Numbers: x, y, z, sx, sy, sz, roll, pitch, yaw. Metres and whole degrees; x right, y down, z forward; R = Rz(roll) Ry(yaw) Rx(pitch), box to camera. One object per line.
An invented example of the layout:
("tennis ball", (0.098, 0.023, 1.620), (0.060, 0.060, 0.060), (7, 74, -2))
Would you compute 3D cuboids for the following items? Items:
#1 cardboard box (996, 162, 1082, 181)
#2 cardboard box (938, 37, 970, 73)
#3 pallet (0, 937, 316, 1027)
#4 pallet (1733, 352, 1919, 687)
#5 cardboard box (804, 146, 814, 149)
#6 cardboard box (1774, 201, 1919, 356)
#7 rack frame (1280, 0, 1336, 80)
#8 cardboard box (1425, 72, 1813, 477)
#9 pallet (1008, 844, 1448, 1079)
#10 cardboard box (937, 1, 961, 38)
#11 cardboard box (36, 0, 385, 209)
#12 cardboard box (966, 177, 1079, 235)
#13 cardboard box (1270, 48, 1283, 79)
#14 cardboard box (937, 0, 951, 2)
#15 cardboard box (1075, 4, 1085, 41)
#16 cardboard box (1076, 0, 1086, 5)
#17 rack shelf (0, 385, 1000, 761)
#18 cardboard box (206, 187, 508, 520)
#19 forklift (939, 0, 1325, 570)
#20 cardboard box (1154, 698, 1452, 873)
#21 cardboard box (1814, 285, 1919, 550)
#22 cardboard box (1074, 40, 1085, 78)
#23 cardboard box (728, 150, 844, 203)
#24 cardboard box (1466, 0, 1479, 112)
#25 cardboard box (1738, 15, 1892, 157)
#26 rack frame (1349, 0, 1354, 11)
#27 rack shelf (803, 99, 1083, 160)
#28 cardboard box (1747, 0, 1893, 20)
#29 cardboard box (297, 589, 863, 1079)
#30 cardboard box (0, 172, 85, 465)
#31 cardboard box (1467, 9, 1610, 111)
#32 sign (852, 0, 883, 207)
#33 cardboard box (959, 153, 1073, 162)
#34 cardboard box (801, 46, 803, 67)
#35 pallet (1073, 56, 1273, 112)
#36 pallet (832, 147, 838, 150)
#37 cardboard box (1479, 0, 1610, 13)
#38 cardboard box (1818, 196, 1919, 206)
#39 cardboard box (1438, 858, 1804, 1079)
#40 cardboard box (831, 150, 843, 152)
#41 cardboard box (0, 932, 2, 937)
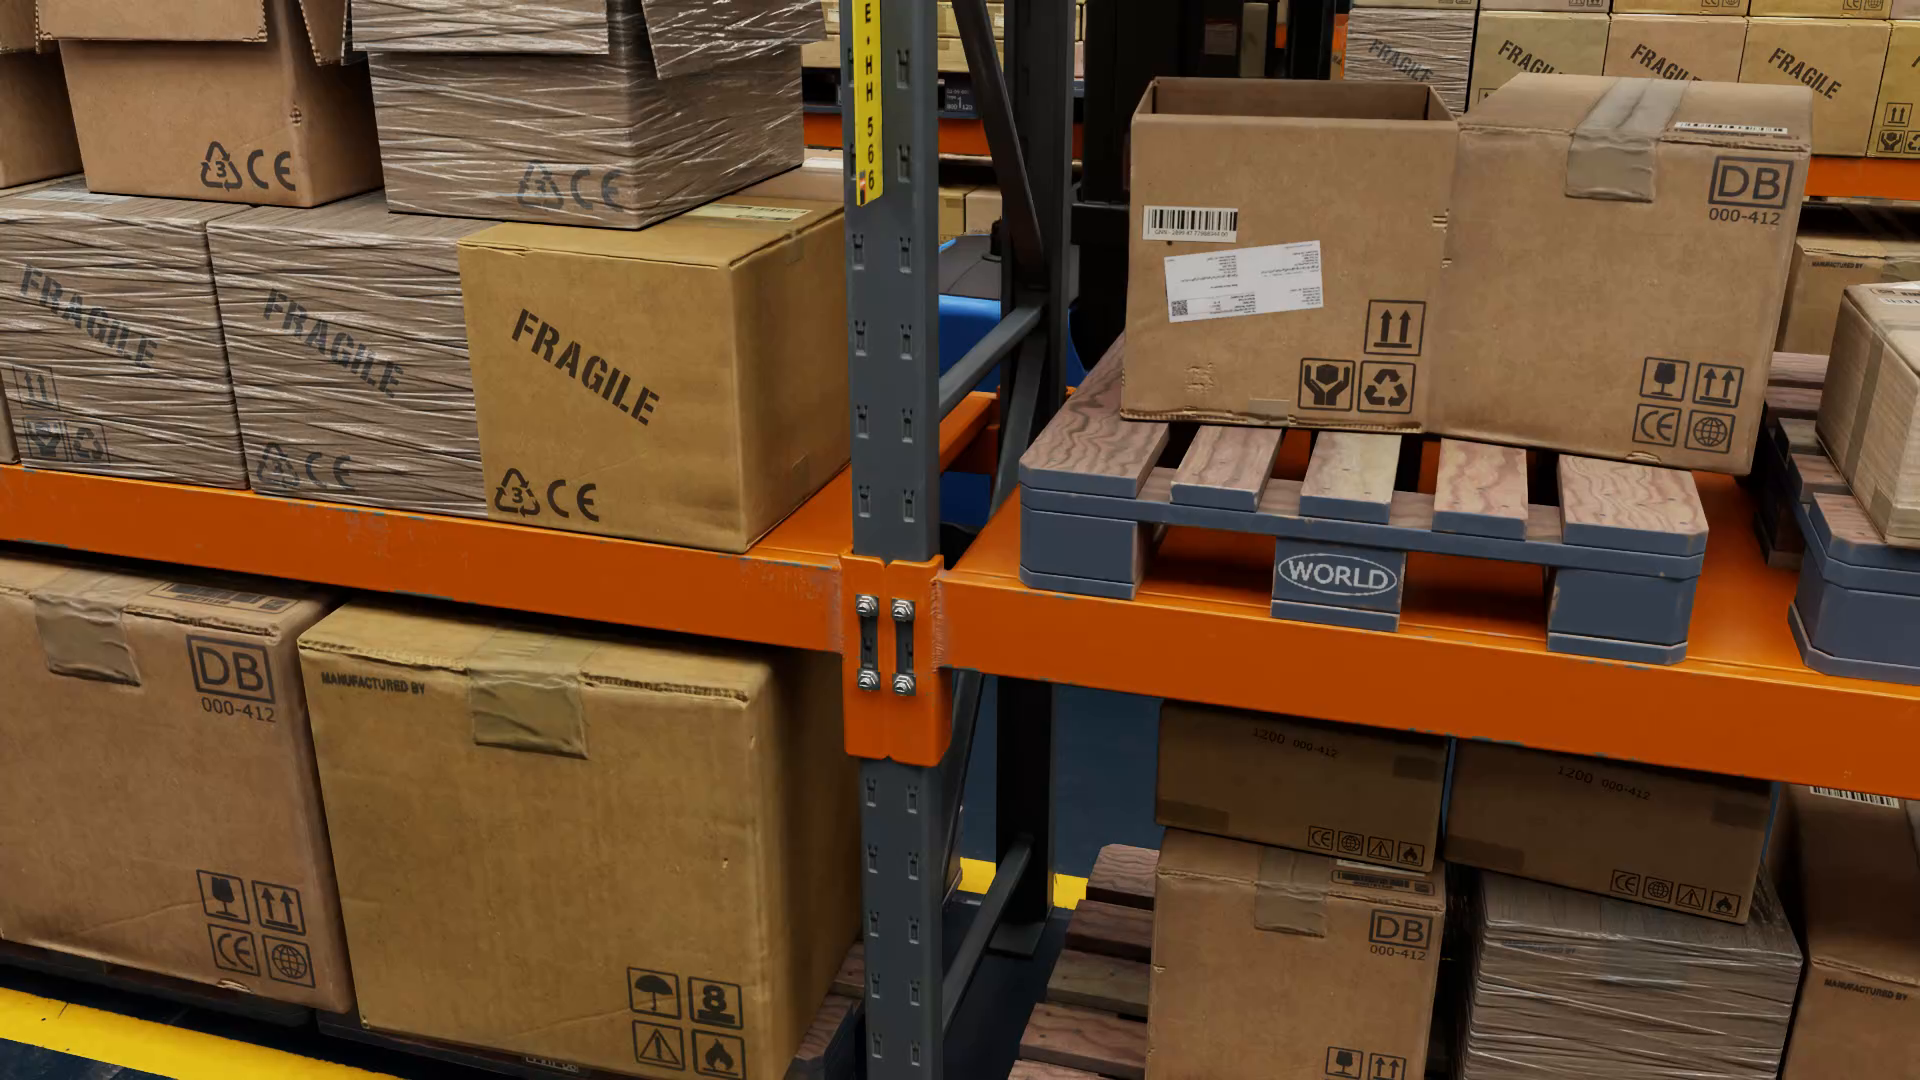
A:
("cardboard box", (0.480, -1.708, 8.233), (0.500, 0.250, 0.500), (6, 23, 15))
("cardboard box", (-0.029, -2.183, 7.416), (0.250, 0.149, 0.380), (6, 23, 13))
("pallet", (-1.871, 0.729, 4.215), (1.213, 0.211, 1.003), (7, 23, 16))
("pallet", (1.933, -0.022, 2.624), (1.213, 0.211, 1.003), (7, 23, 16))
("cardboard box", (-1.511, -3.469, 13.597), (0.875, 0.438, 0.875), (6, 23, 15))
("cardboard box", (3.842, -0.961, 7.072), (0.750, 0.750, 1.050), (7, 23, 15))
("rack frame", (1.556, -2.104, 7.447), (0.127, 3.000, 1.000), (7, 23, 16))
("cardboard box", (1.118, -0.484, 2.812), (0.500, 0.500, 0.700), (10, 24, 23))
("pallet", (0.774, 1.063, 3.399), (1.213, 0.211, 1.003), (7, 23, 16))
("cardboard box", (-0.035, -2.321, 7.361), (0.250, 0.149, 0.380), (6, 23, 15))
("cardboard box", (-1.292, -0.982, 3.257), (0.637, 0.503, 0.797), (7, 23, 17))
("cardboard box", (0.339, -1.520, 7.775), (0.500, 0.250, 0.500), (7, 23, 16))
("cardboard box", (2.251, -3.231, 12.440), (0.875, 0.875, 0.875), (6, 23, 15))
("cardboard box", (-0.022, -2.458, 7.303), (0.250, 0.149, 0.380), (7, 23, 16))
("cardboard box", (0.442, -2.265, 7.225), (0.250, 0.149, 0.380), (7, 23, 17))
("cardboard box", (0.463, -2.401, 7.166), (0.250, 0.149, 0.380), (7, 23, 17))
("rack shelf", (-1.889, -0.199, 3.751), (4.000, 0.370, 1.077), (7, 23, 16))
("cardboard box", (-0.994, -0.380, 3.112), (0.500, 0.500, 0.500), (6, 23, 15))
("forklift", (1.181, -1.137, 5.179), (3.031, 2.935, 1.130), (9, 24, 22))
("cardboard box", (0.676, 0.356, 3.176), (0.500, 0.250, 0.500), (8, 23, 18))
("cardboard box", (1.564, -0.171, 2.377), (0.500, 0.250, 0.500), (6, 23, 14))
("cardboard box", (0.467, -2.125, 7.276), (0.250, 0.149, 0.380), (7, 23, 16))
("cardboard box", (-0.361, -0.511, 3.432), (0.500, 0.500, 0.500), (7, 23, 17))
("cardboard box", (2.541, -2.143, 7.411), (0.500, 0.500, 0.500), (7, 23, 16))
("cardboard box", (3.354, -1.837, 6.665), (0.500, 0.500, 0.500), (6, 23, 15))
("rack frame", (2.889, -3.914, 11.858), (0.127, 3.000, 1.000), (7, 23, 16))
("rack shelf", (-0.359, -1.990, 8.118), (4.000, 0.370, 1.077), (7, 23, 16))
("cardboard box", (3.448, -2.394, 6.704), (0.500, 0.500, 0.700), (6, 23, 15))
("cardboard box", (-0.629, 0.393, 3.607), (0.875, 0.875, 1.225), (5, 23, 13))
("cardboard box", (-1.978, -0.492, 3.385), (0.500, 0.500, 0.500), (7, 23, 17))
("cardboard box", (2.395, -1.948, 6.935), (0.500, 0.500, 0.500), (6, 23, 15))
("sign", (-0.131, -0.647, 2.368), (0.005, 0.325, 0.100), (7, 23, 16))
("cardboard box", (0.543, -3.428, 12.921), (0.875, 0.875, 0.875), (7, 23, 17))
("cardboard box", (-0.778, -2.269, 7.627), (0.250, 0.149, 0.380), (6, 23, 15))
("pallet", (0.843, -2.055, 7.579), (1.003, 0.211, 1.213), (7, 23, 16))
("pallet", (-1.646, -3.174, 13.729), (1.213, 0.211, 1.003), (7, 23, 16))
("cardboard box", (2.467, -2.505, 6.975), (0.500, 0.500, 0.700), (6, 23, 15))
("cardboard box", (6.215, -2.510, 11.346), (0.625, 0.372, 0.950), (7, 23, 16))
("cardboard box", (1.208, 0.762, 3.173), (0.500, 0.500, 0.700), (5, 23, 11))
("cardboard box", (-0.489, -1.823, 8.515), (0.500, 0.250, 0.500), (5, 23, 13))
("cardboard box", (-2.329, 0.198, 4.082), (0.875, 0.875, 1.225), (6, 23, 14))
